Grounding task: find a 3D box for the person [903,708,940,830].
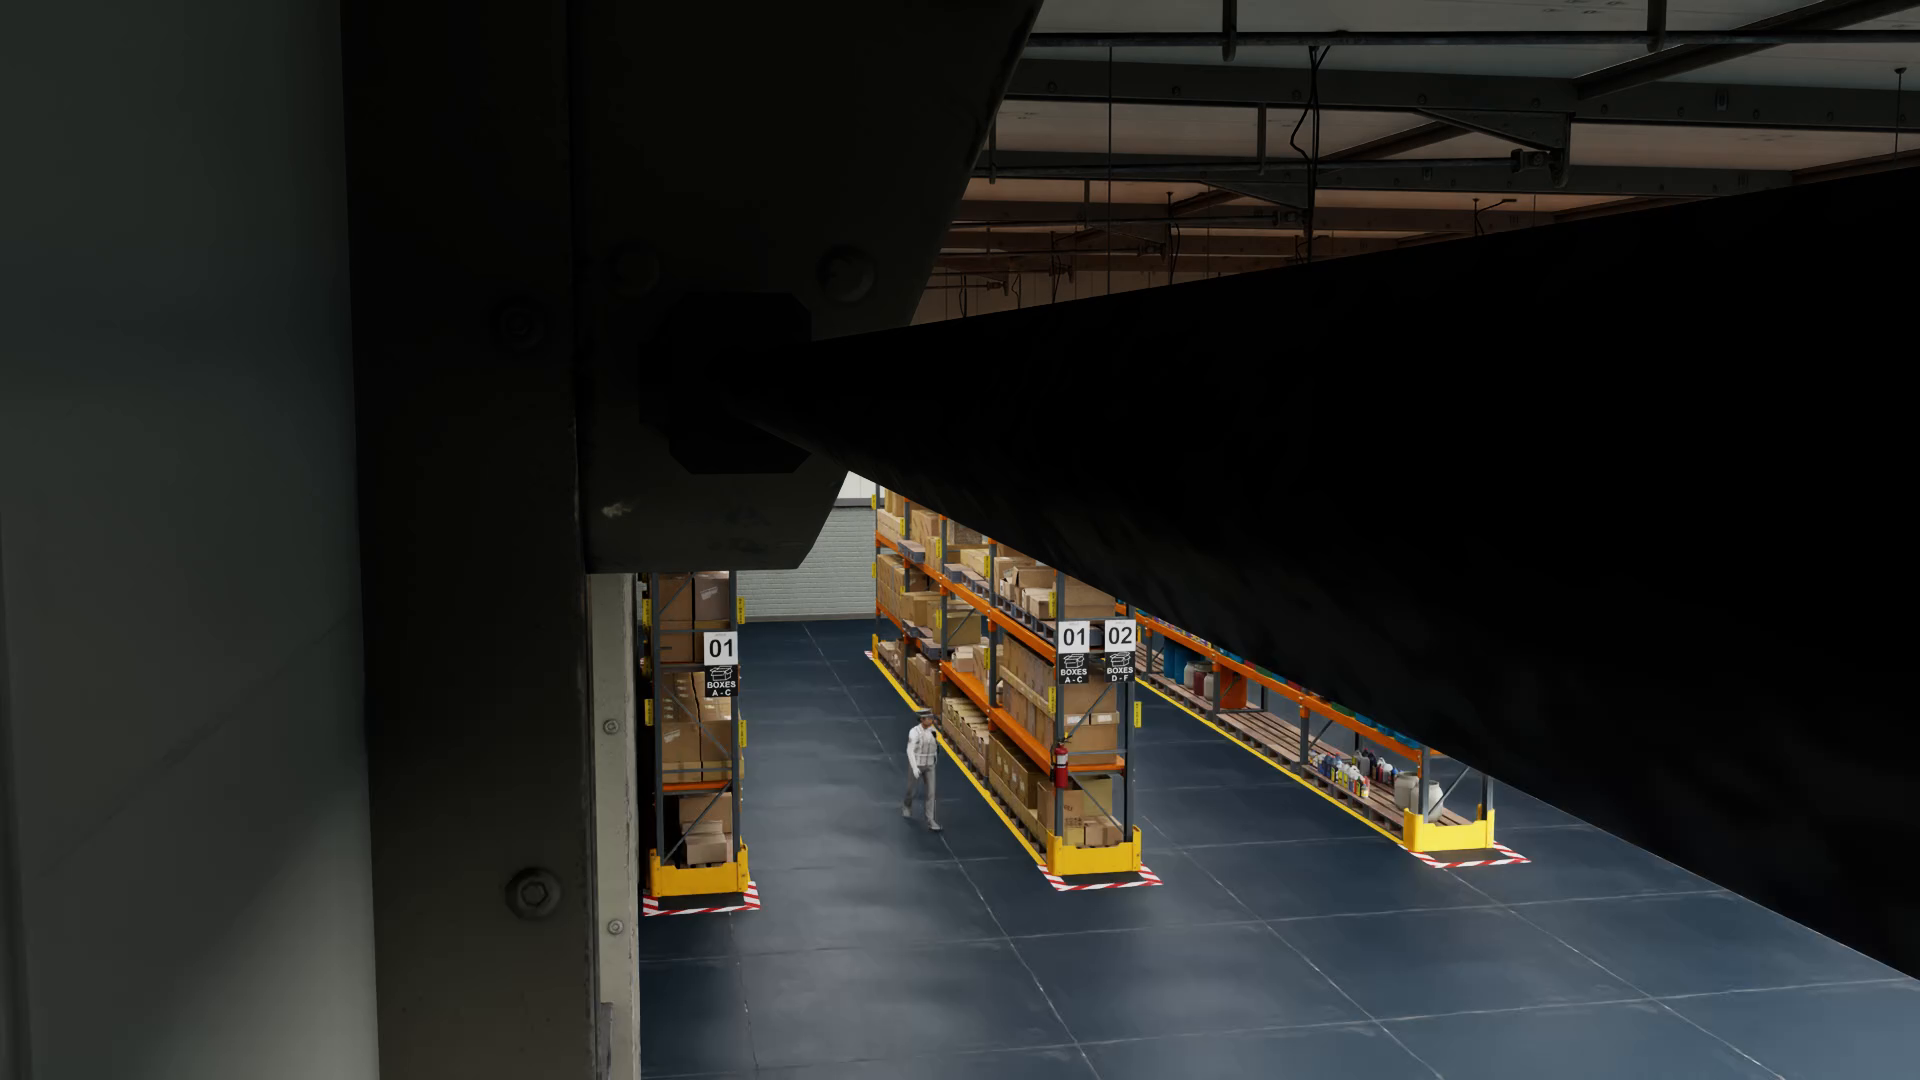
[{"bbox_3d":[-0.497,3.143,23.134,0.562,1.624,0.903,-4,7,-35],"label":"person"}]
